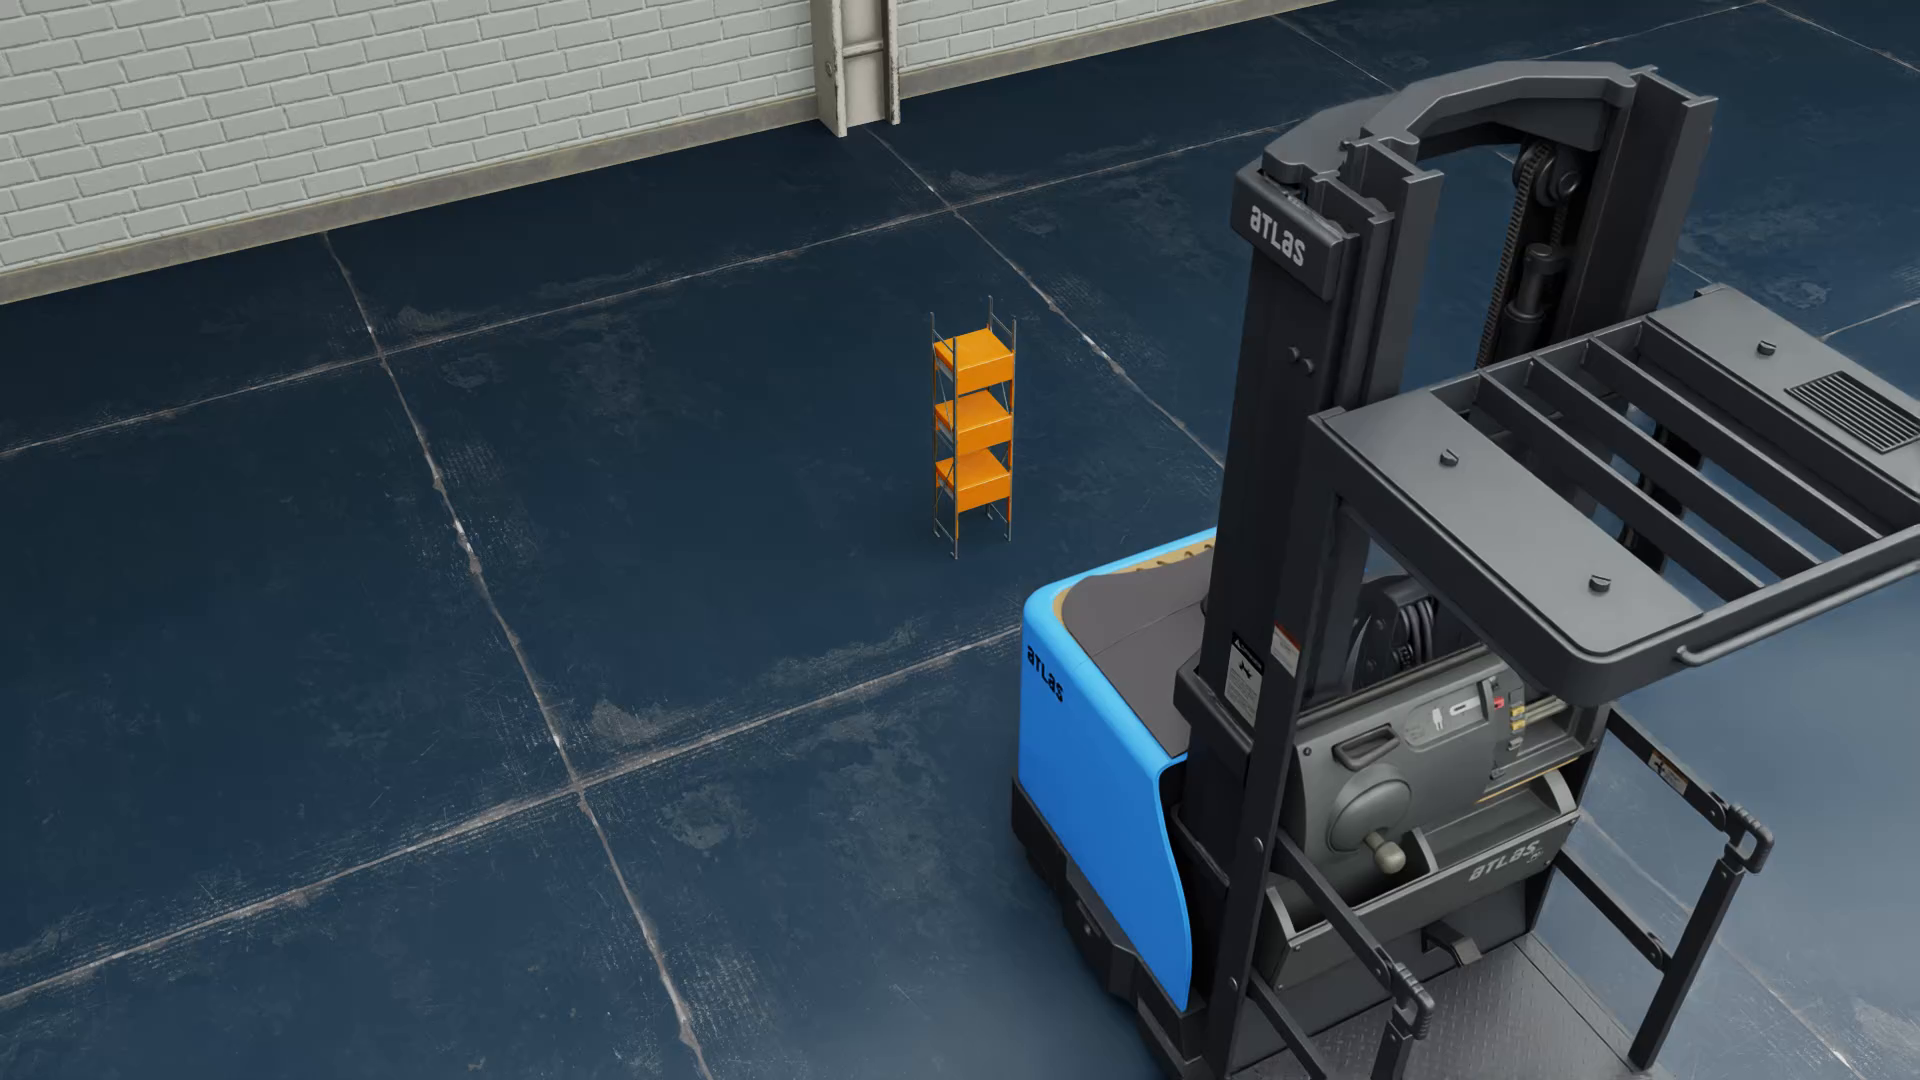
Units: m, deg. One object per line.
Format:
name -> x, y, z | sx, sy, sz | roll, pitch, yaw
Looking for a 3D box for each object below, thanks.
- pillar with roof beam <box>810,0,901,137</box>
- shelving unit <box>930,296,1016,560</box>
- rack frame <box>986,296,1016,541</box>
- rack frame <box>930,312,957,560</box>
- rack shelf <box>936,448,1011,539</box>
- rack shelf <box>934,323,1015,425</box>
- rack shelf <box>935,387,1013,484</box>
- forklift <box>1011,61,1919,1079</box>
pillar with roof beam -> 1.401, -3.404, 3.806 | 0.400, 9.000, 9.100 | -19, 44, -21
shelving unit -> 0.047, -0.417, 6.430 | 0.252, 1.050, 0.215 | -19, 44, -21
rack frame -> 0.156, -0.453, 6.473 | 0.008, 1.050, 0.200 | -19, 44, -21
rack frame -> -0.061, -0.380, 6.387 | 0.008, 1.050, 0.200 | -19, 44, -21
rack shelf -> 0.047, -0.196, 6.616 | 0.240, 0.259, 0.215 | -19, 44, -21
rack shelf -> 0.047, -0.625, 6.253 | 0.240, 0.259, 0.215 | -19, 44, -21
rack shelf -> 0.047, -0.409, 6.437 | 0.240, 0.259, 0.215 | -19, 44, -21
forklift -> 1.285, 0.565, 3.814 | 1.130, 2.935, 3.031 | -18, 43, -20
